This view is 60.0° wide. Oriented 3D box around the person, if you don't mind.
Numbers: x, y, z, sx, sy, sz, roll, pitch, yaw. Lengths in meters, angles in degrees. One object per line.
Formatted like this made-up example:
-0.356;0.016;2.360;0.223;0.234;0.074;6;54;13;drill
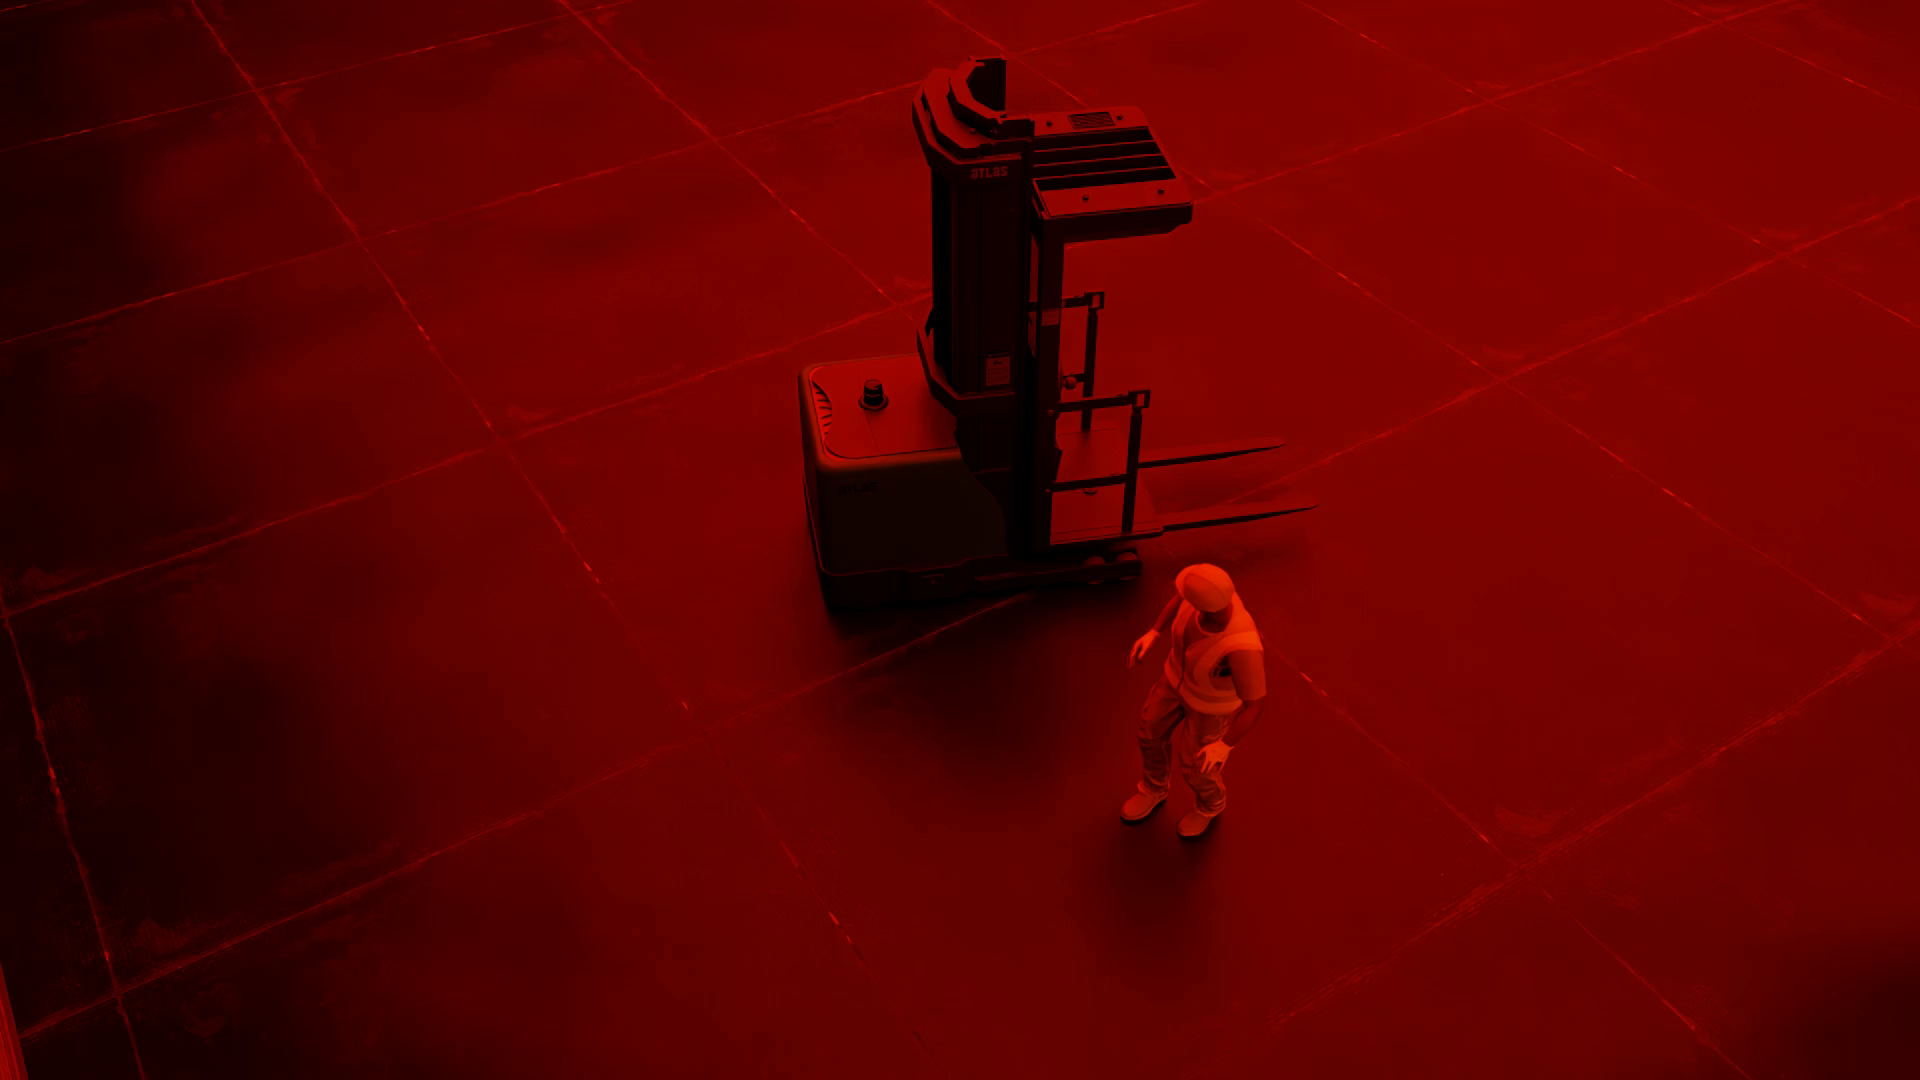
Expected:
1.117;0.766;7.910;0.521;1.737;0.768;-22;46;-23;person

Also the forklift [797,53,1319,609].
0.614;-1.179;9.221;3.031;2.935;1.130;-7;42;-8;forklift
